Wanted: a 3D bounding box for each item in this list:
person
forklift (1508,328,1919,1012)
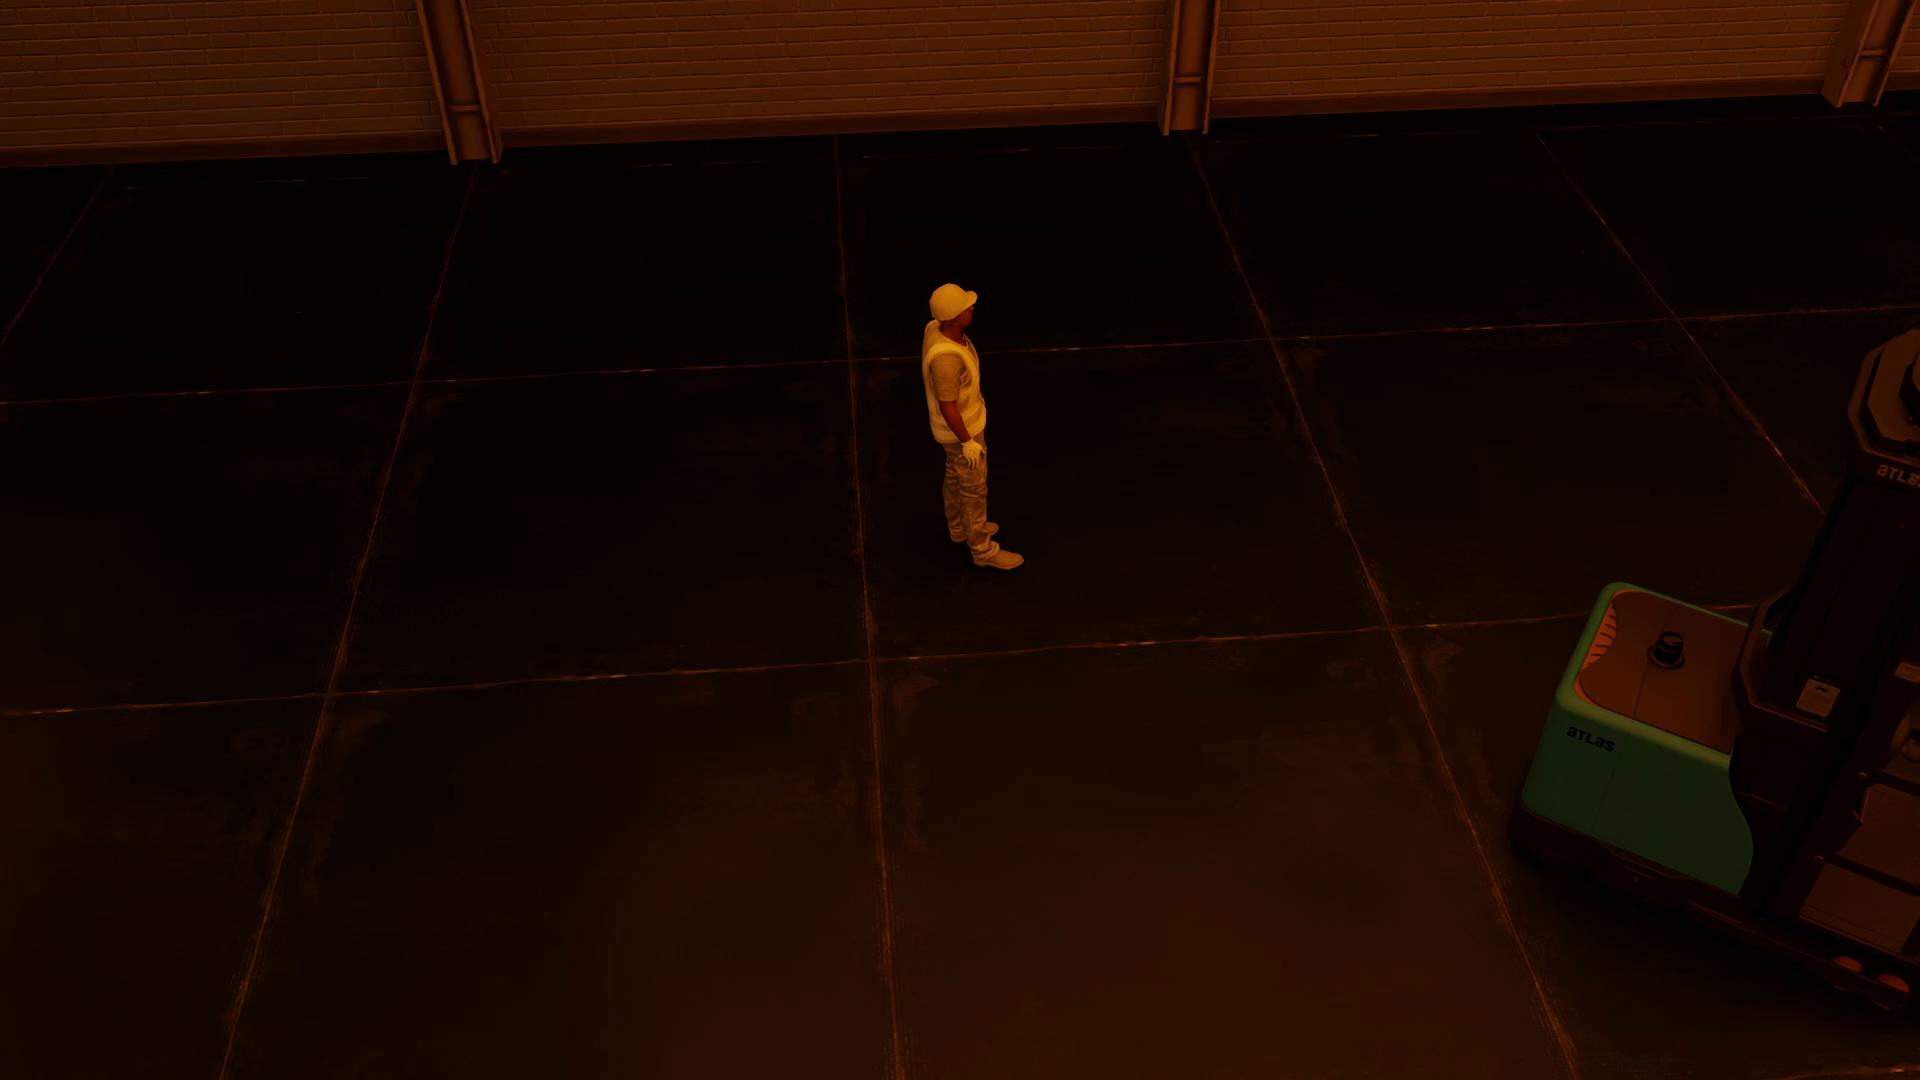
[{"bbox_3d":[0.073,-0.682,9.607,0.575,1.785,0.657,-3,41,-4],"label":"person"},{"bbox_3d":[4.287,0.650,7.178,3.031,2.935,1.130,21,45,23],"label":"forklift"}]
